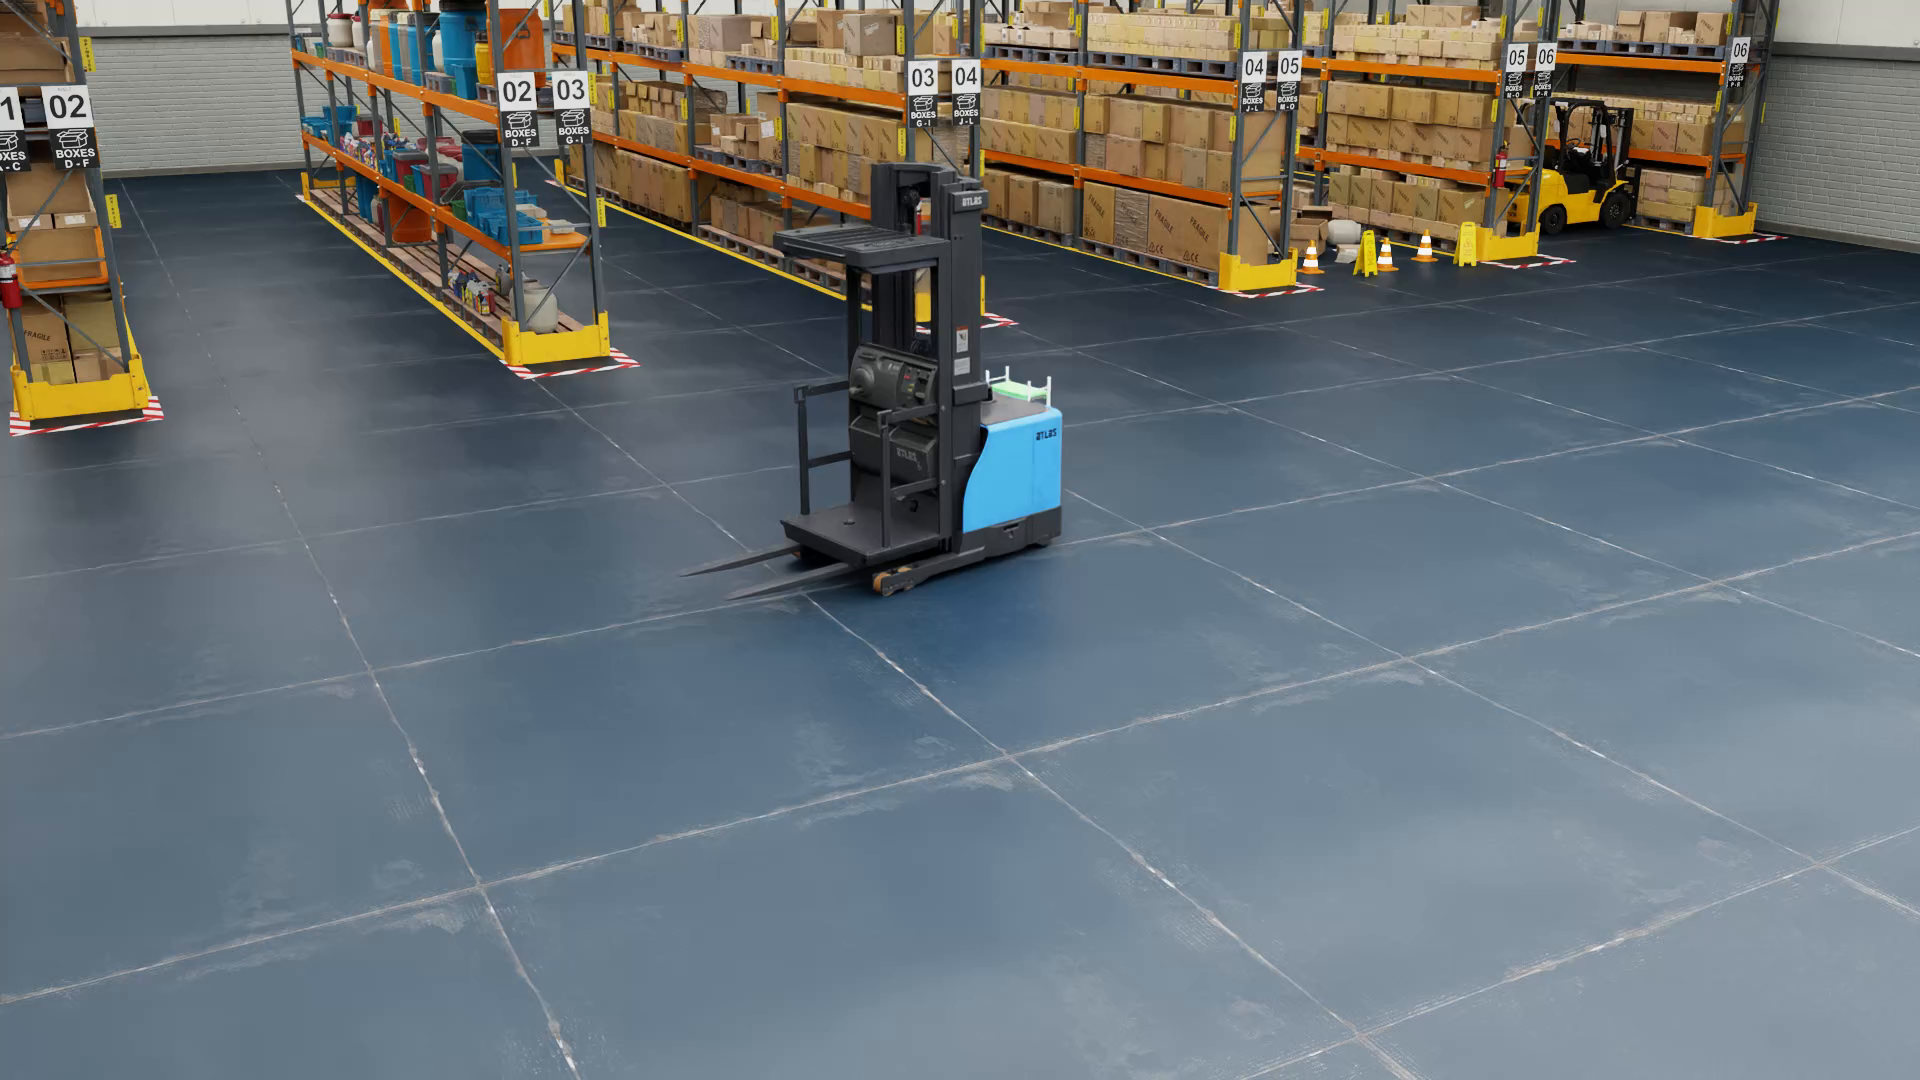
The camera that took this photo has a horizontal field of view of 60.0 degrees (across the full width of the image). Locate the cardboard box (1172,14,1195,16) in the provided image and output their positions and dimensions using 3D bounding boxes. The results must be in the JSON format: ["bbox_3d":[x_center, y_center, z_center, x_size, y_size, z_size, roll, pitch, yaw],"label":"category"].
[{"bbox_3d":[3.351,-7.672,24.533,0.380,0.149,0.250,-10,22,-27],"label":"cardboard box"}]

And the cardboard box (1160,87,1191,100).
[{"bbox_3d":[4.231,-8.740,32.175,0.500,0.500,0.500,-11,22,-28],"label":"cardboard box"}]

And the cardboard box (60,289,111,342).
[{"bbox_3d":[-9.482,-2.473,18.123,0.500,0.500,0.500,-10,21,-27],"label":"cardboard box"}]

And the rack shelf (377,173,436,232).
[{"bbox_3d":[-7.424,-4.896,23.823,1.077,0.370,4.000,-10,21,-27],"label":"rack shelf"}]

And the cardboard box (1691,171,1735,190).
[{"bbox_3d":[12.811,-6.124,28.319,0.500,0.250,0.500,-10,22,-27],"label":"cardboard box"}]

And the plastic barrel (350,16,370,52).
[{"bbox_3d":[-9.348,-7.976,26.197,0.433,0.535,0.433,0,19,0],"label":"plastic barrel"}]

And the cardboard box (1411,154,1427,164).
[{"bbox_3d":[7.471,-6.127,26.675,0.380,0.149,0.250,-10,22,-27],"label":"cardboard box"}]

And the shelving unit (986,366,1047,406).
[{"bbox_3d":[0.460,-0.766,13.511,0.258,1.200,0.492,-16,25,-39],"label":"shelving unit"}]

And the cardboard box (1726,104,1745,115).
[{"bbox_3d":[12.901,-7.209,27.822,0.380,0.149,0.250,-10,22,-28],"label":"cardboard box"}]

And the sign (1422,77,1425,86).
[{"bbox_3d":[9.560,-9.516,34.336,0.100,0.325,0.005,-10,21,-27],"label":"sign"}]

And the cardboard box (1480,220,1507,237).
[{"bbox_3d":[8.366,-4.989,26.561,0.500,0.250,0.500,-10,21,-27],"label":"cardboard box"}]

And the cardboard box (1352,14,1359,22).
[{"bbox_3d":[8.364,-10.851,34.543,0.380,0.149,0.250,-10,22,-28],"label":"cardboard box"}]

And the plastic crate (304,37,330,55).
[{"bbox_3d":[-11.391,-8.784,29.573,0.437,0.282,0.530,-10,21,-27],"label":"plastic crate"}]

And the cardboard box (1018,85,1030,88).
[{"bbox_3d":[1.626,-9.843,36.904,0.500,0.500,0.500,-9,21,-25],"label":"cardboard box"}]

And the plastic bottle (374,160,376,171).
[{"bbox_3d":[-8.980,-5.802,25.651,0.097,0.201,0.097,0,19,0],"label":"plastic bottle"}]

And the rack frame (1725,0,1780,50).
[{"bbox_3d":[12.872,-9.421,26.639,1.000,3.000,0.127,-10,21,-27],"label":"rack frame"}]

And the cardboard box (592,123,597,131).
[{"bbox_3d":[-6.836,-7.939,31.924,0.380,0.149,0.250,-10,21,-26],"label":"cardboard box"}]

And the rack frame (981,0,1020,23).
[{"bbox_3d":[0.908,-13.244,37.718,1.000,3.000,0.127,-10,21,-27],"label":"rack frame"}]

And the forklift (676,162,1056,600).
[{"bbox_3d":[-0.652,-1.176,12.046,3.031,2.935,1.121,-16,24,-38],"label":"forklift"}]

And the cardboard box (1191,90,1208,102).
[{"bbox_3d":[4.717,-8.333,31.430,0.500,0.500,0.500,-11,22,-28],"label":"cardboard box"}]

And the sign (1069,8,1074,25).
[{"bbox_3d":[2.320,-10.874,34.532,0.100,0.325,0.005,-10,21,-27],"label":"sign"}]

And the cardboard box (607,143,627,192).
[{"bbox_3d":[-6.157,-7.121,31.784,0.875,0.875,0.875,-10,21,-27],"label":"cardboard box"}]

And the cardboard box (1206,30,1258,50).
[{"bbox_3d":[3.719,-6.850,22.764,0.500,0.250,0.500,-10,21,-26],"label":"cardboard box"}]

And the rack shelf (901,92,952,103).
[{"bbox_3d":[-1.165,-6.025,22.198,0.919,0.124,3.809,-10,21,-27],"label":"rack shelf"}]

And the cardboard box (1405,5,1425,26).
[{"bbox_3d":[9.203,-10.347,32.970,0.500,0.500,0.500,-10,21,-26],"label":"cardboard box"}]

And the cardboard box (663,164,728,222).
[{"bbox_3d":[-4.324,-5.972,28.454,1.225,0.875,0.875,-11,22,-29],"label":"cardboard box"}]

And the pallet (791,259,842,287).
[{"bbox_3d":[-1.765,-3.923,24.177,1.003,0.211,1.213,-10,21,-27],"label":"pallet"}]

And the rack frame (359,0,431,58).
[{"bbox_3d":[-8.373,-8.646,24.391,1.000,3.000,0.127,-10,21,-27],"label":"rack frame"}]

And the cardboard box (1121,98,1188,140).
[{"bbox_3d":[2.942,-6.322,24.968,0.875,0.550,0.550,-10,21,-27],"label":"cardboard box"}]

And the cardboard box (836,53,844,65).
[{"bbox_3d":[-1.427,-6.386,22.060,0.380,0.149,0.250,-9,21,-25],"label":"cardboard box"}]

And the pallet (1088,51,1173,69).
[{"bbox_3d":[2.677,-7.307,25.247,1.003,0.211,1.213,-10,21,-27],"label":"pallet"}]

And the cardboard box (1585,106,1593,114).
[{"bbox_3d":[11.341,-7.653,29.563,0.380,0.149,0.250,-10,22,-27],"label":"cardboard box"}]

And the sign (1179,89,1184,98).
[{"bbox_3d":[4.220,-8.572,31.601,0.100,0.325,0.005,-10,21,-27],"label":"sign"}]

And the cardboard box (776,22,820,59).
[{"bbox_3d":[-2.251,-7.244,24.126,0.797,0.503,0.637,-11,22,-29],"label":"cardboard box"}]

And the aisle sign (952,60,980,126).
[{"bbox_3d":[0.078,-5.538,20.597,0.394,0.787,0.004,-10,21,-27],"label":"aisle sign"}]

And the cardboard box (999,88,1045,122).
[{"bbox_3d":[1.090,-7.414,28.332,0.700,0.500,0.500,-10,22,-27],"label":"cardboard box"}]

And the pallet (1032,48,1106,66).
[{"bbox_3d":[1.819,-7.751,26.690,0.805,0.209,1.217,-11,22,-29],"label":"pallet"}]

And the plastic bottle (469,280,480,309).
[{"bbox_3d":[-6.076,-3.092,20.879,0.144,0.351,0.185,-9,21,-24],"label":"plastic bottle"}]

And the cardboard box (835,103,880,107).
[{"bbox_3d":[-1.421,-5.859,23.371,0.500,0.500,0.500,-10,21,-27],"label":"cardboard box"}]

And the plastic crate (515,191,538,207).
[{"bbox_3d":[-5.709,-4.316,21.267,0.499,0.251,0.616,-10,21,-27],"label":"plastic crate"}]

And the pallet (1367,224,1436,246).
[{"bbox_3d":[7.540,-5.108,27.609,1.003,0.211,1.213,-10,21,-27],"label":"pallet"}]

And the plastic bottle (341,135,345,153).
[{"bbox_3d":[-10.411,-6.693,28.109,0.061,0.283,0.133,-10,21,-27],"label":"plastic bottle"}]

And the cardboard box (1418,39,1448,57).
[{"bbox_3d":[7.537,-7.701,26.026,0.500,0.250,0.500,-9,21,-25],"label":"cardboard box"}]

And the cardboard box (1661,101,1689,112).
[{"bbox_3d":[12.172,-7.370,28.287,0.380,0.149,0.250,-10,21,-26],"label":"cardboard box"}]

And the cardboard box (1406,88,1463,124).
[{"bbox_3d":[7.505,-6.866,26.288,0.700,0.500,0.500,-10,22,-27],"label":"cardboard box"}]

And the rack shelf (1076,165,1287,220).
[{"bbox_3d":[3.248,-5.254,24.861,1.077,0.370,4.000,-10,21,-27],"label":"rack shelf"}]

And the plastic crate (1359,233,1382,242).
[{"bbox_3d":[6.630,-5.006,27.516,0.583,0.080,0.402,16,25,39],"label":"plastic crate"}]

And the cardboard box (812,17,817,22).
[{"bbox_3d":[-2.701,-10.588,34.083,0.500,0.250,0.500,-11,22,-29],"label":"cardboard box"}]

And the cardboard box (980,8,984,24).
[{"bbox_3d":[0.204,-9.450,29.994,0.396,0.266,0.258,-10,21,-27],"label":"cardboard box"}]

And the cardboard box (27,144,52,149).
[{"bbox_3d":[-9.904,-3.997,17.975,0.700,0.500,0.500,-10,21,-27],"label":"cardboard box"}]

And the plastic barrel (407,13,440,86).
[{"bbox_3d":[-6.906,-6.429,21.797,0.600,0.901,0.708,-10,21,-27],"label":"plastic barrel"}]

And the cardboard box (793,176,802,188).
[{"bbox_3d":[-2.170,-5.128,23.779,0.380,0.149,0.250,-10,21,-27],"label":"cardboard box"}]
